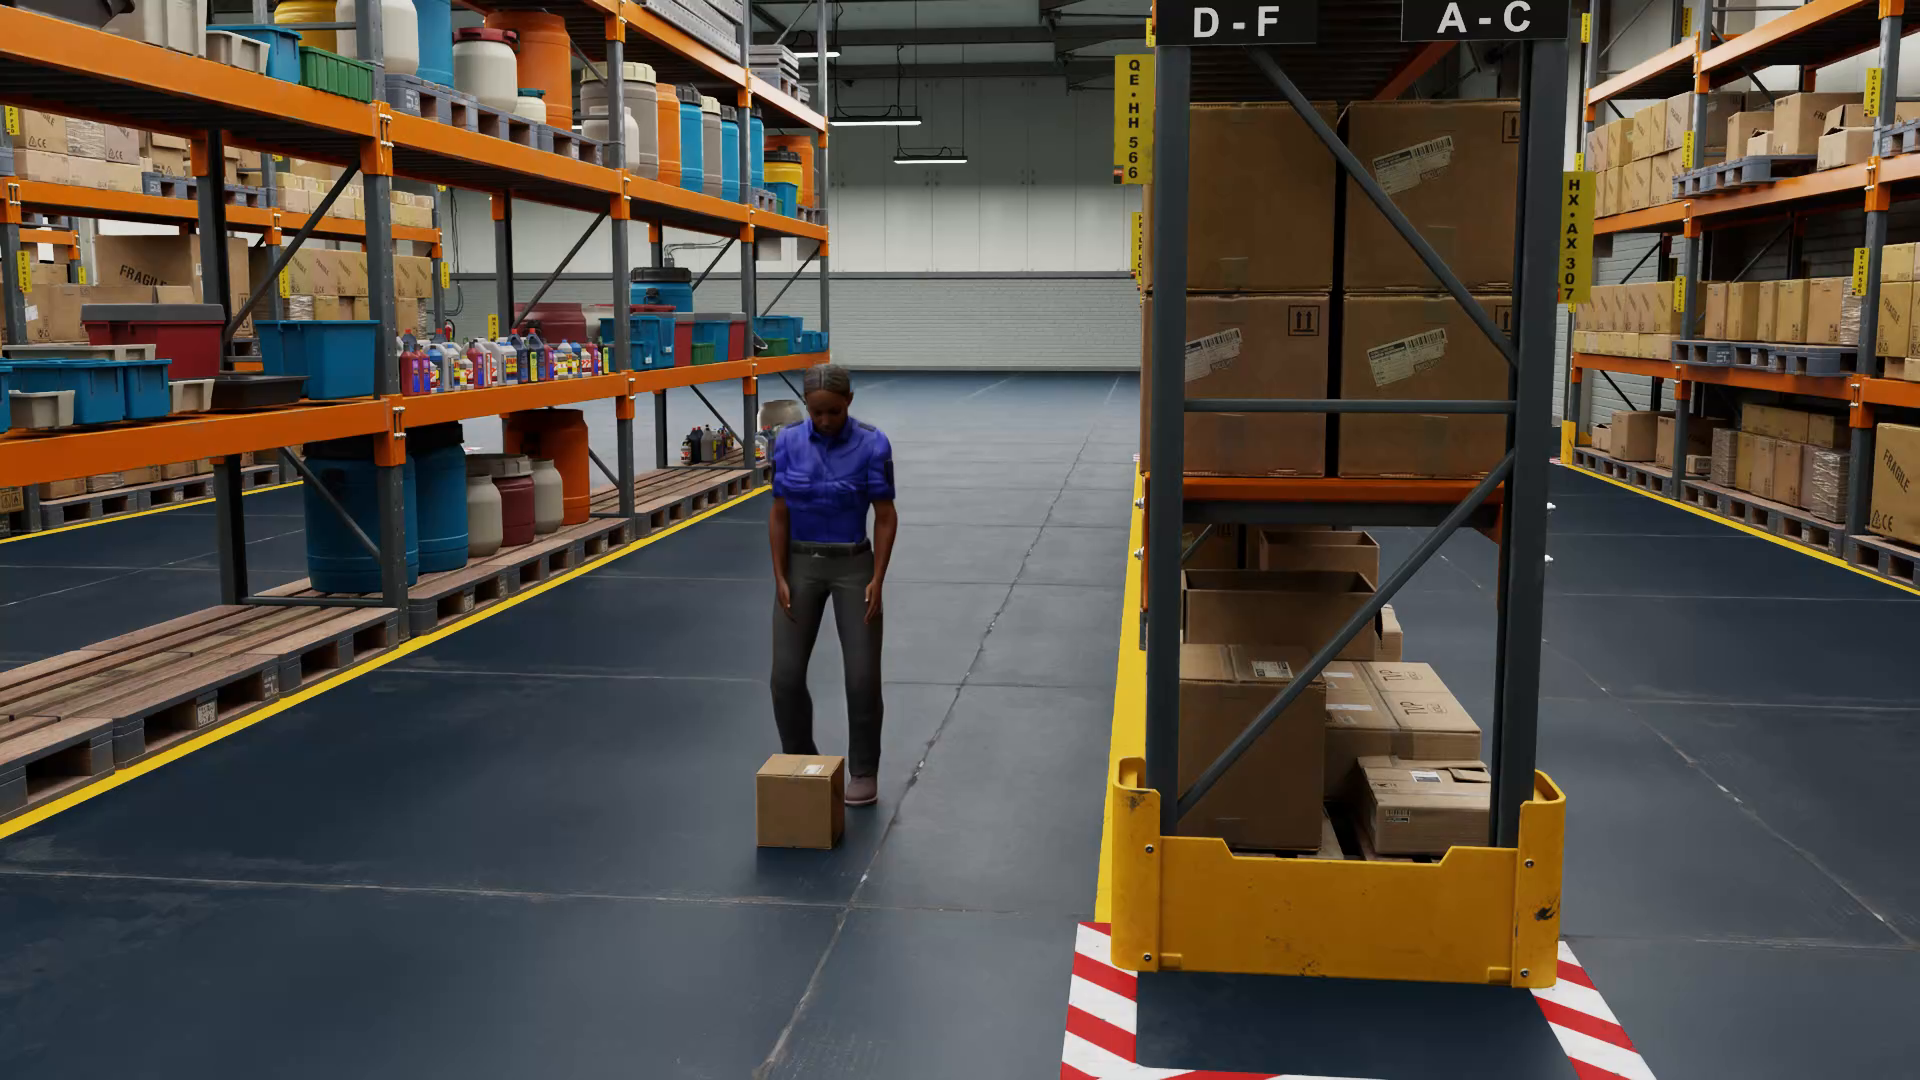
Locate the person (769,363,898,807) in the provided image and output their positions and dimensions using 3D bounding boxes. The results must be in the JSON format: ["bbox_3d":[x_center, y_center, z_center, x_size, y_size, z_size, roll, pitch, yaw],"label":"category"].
[{"bbox_3d":[-0.451,0.158,5.966,0.465,1.588,0.411,1,8,8],"label":"person"}]
